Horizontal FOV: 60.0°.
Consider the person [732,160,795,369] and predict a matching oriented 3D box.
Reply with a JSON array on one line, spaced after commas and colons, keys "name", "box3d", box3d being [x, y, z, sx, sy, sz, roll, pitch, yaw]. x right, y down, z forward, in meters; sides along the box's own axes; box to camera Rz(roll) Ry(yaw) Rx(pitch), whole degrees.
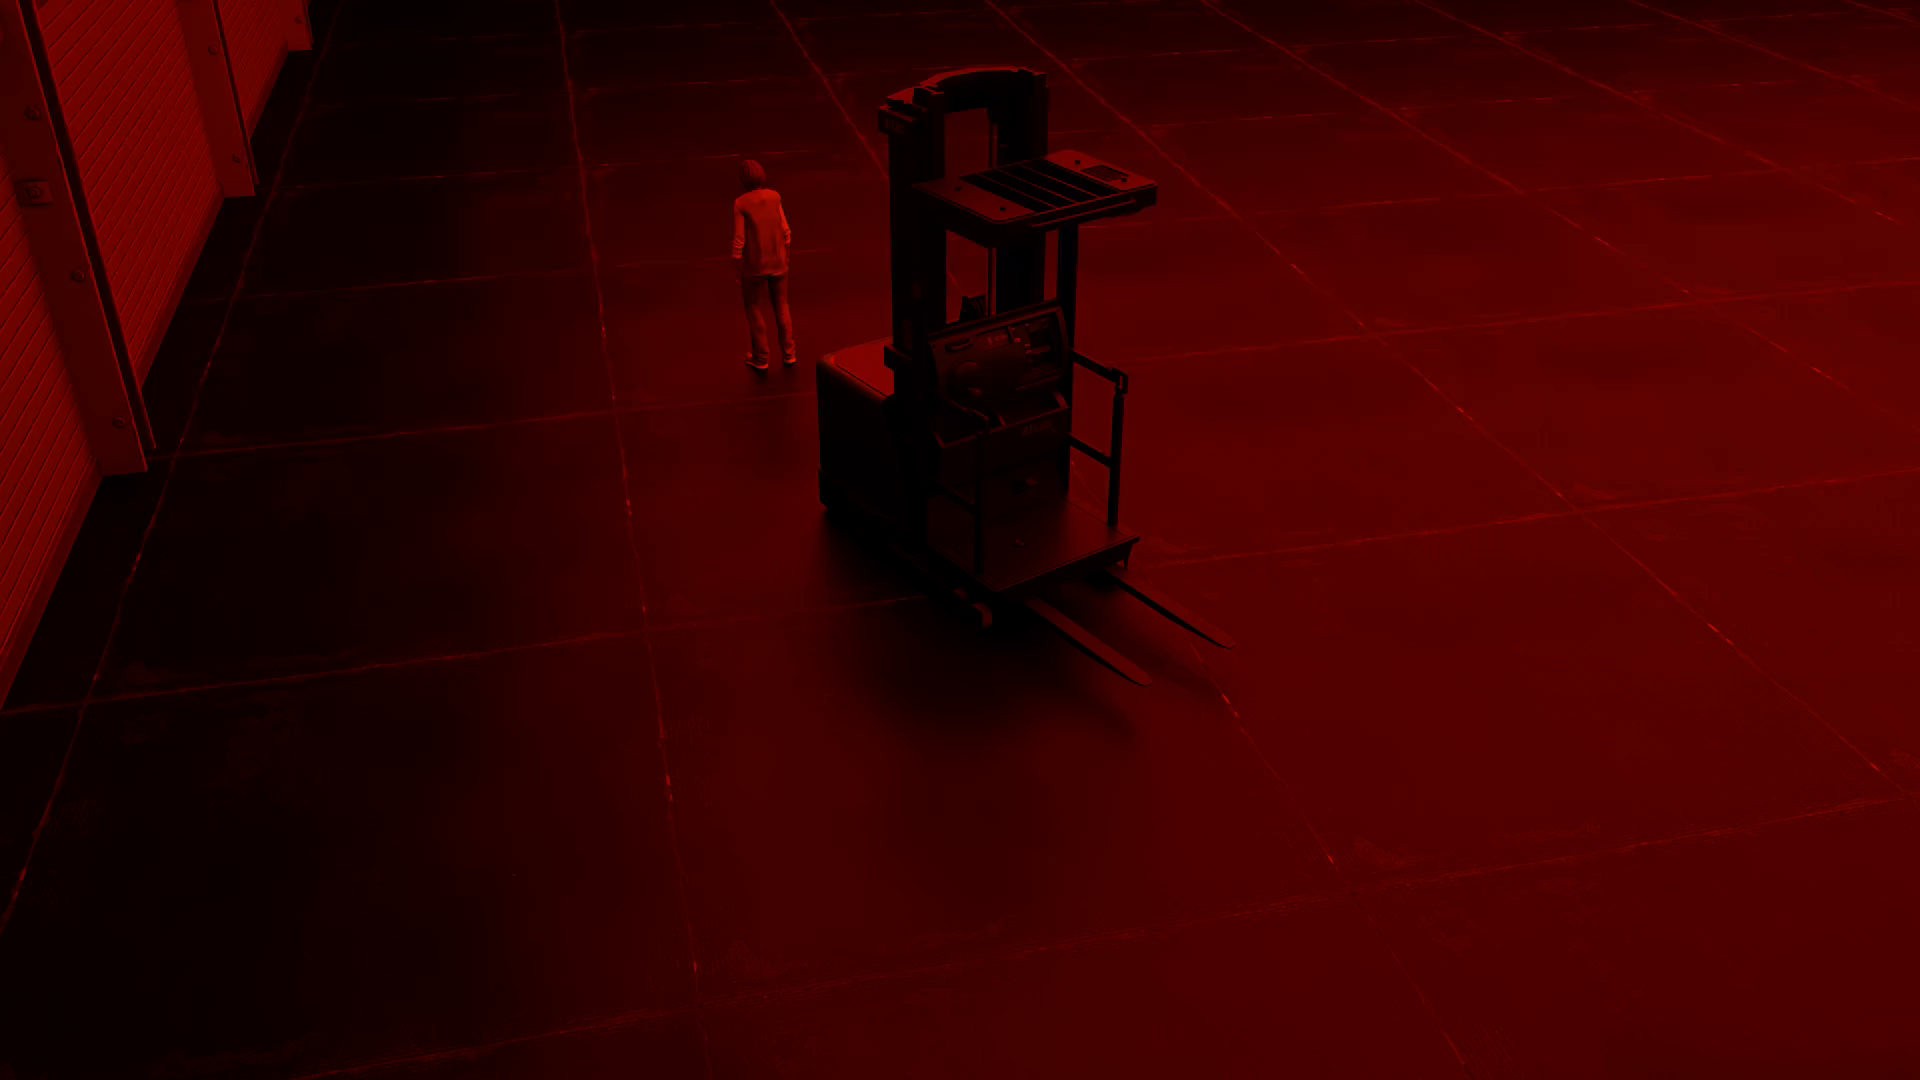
[{"name": "person", "box3d": [-1.474, -2.051, 12.453, 0.485, 1.593, 0.342, -16, 34, -26]}]

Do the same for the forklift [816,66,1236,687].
[{"name": "forklift", "box3d": [0.355, -1.021, 9.338, 1.130, 2.935, 3.031, -20, 35, -30]}]
